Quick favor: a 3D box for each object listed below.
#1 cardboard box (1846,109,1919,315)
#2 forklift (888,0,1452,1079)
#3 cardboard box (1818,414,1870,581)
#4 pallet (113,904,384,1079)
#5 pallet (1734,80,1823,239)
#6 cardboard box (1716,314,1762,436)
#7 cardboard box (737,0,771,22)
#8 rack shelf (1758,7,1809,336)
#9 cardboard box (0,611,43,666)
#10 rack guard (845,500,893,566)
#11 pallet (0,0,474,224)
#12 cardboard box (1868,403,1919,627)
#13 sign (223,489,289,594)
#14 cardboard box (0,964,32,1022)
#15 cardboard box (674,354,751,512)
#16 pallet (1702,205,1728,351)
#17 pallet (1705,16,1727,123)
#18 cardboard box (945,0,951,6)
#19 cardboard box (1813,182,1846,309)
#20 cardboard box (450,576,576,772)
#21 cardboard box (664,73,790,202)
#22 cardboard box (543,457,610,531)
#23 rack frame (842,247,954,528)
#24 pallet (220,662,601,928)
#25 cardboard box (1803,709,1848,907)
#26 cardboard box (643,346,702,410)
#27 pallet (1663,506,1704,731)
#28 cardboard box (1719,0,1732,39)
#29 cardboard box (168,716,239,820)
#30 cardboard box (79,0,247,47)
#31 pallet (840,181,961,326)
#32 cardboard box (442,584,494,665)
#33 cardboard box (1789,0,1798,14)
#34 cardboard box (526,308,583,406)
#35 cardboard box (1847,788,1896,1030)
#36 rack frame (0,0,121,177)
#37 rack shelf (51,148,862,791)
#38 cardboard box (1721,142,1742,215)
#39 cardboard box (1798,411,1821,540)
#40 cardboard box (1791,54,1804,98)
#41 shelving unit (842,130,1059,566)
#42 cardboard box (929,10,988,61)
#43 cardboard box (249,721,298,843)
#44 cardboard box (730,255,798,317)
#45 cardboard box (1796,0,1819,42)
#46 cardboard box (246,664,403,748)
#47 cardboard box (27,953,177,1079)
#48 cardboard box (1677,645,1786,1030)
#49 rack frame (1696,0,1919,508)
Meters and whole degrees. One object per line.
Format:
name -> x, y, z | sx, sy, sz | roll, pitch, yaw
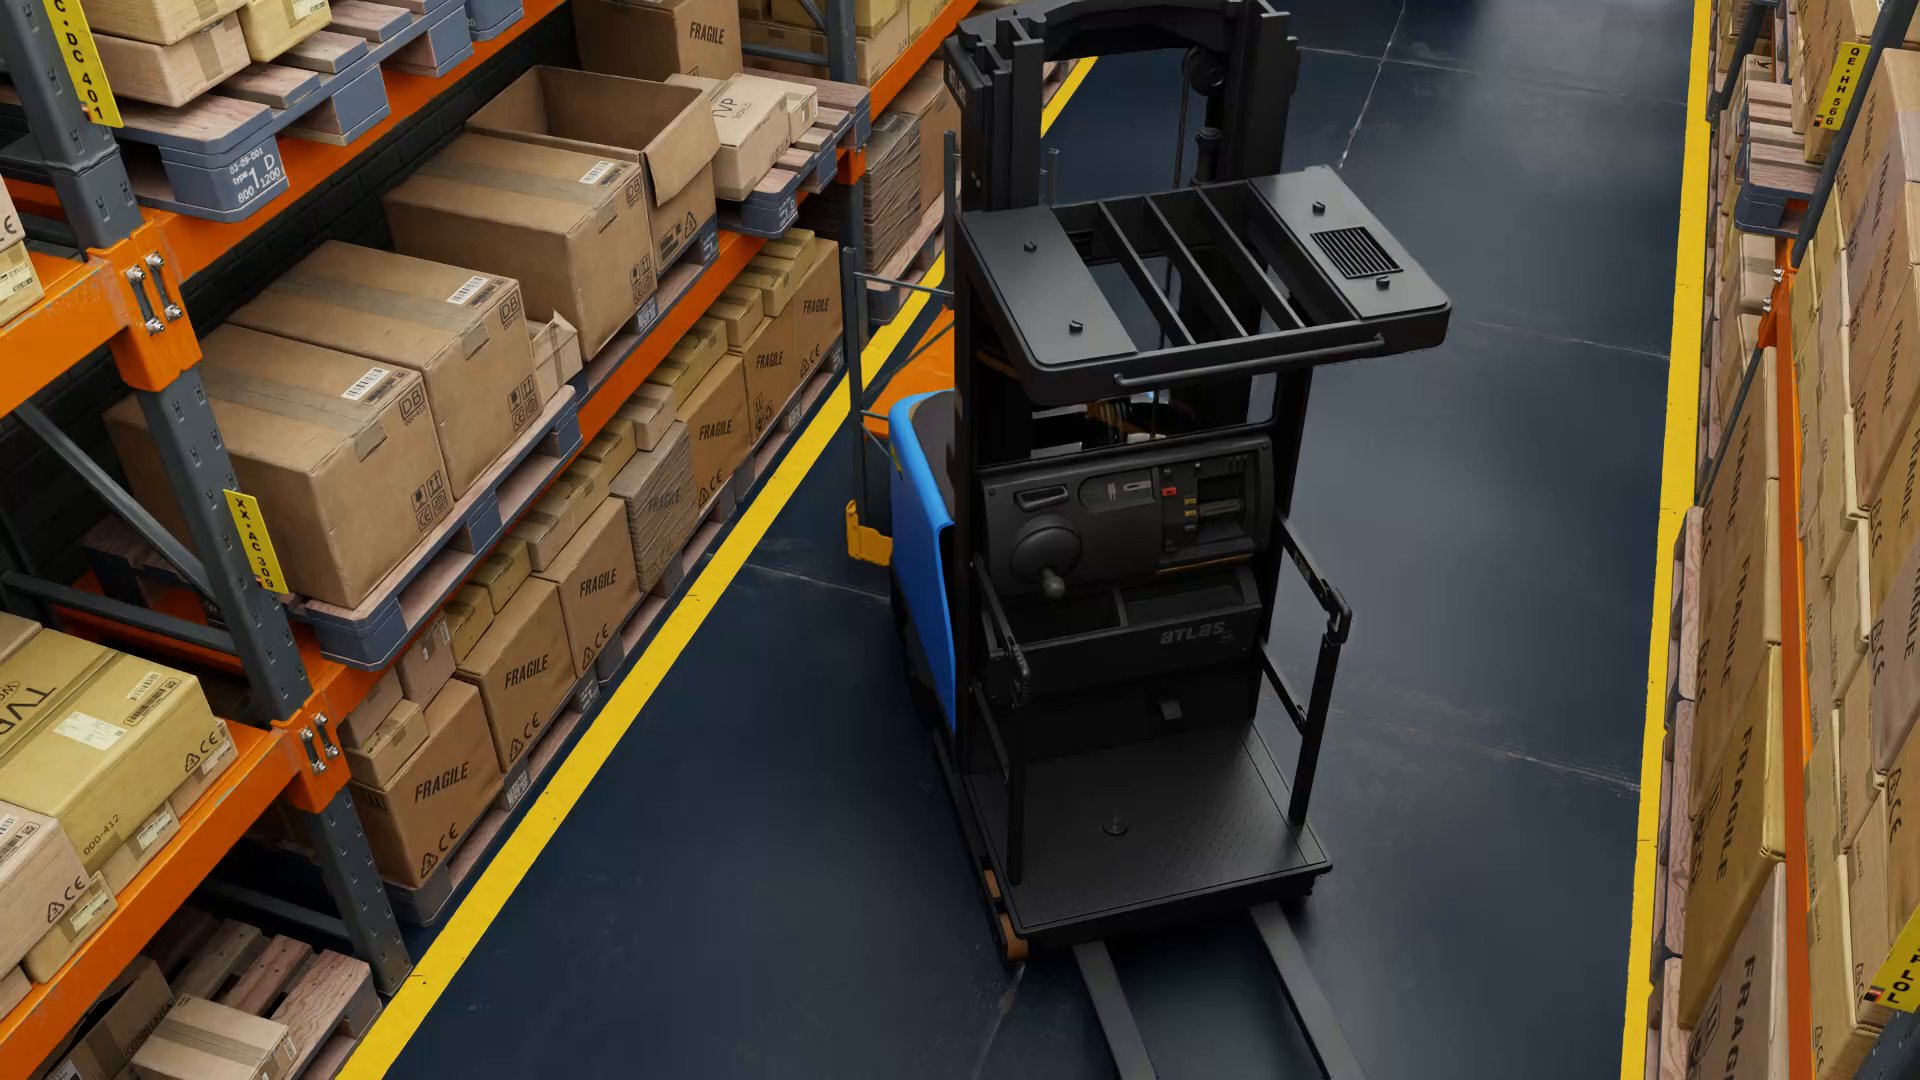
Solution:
cardboard box -> 3.156, -0.986, 5.248 | 0.500, 0.500, 0.500 | 13, 42, 15
forklift -> 0.585, 0.012, 4.977 | 1.130, 2.935, 3.031 | -10, 41, -11
cardboard box -> 2.764, -0.075, 4.758 | 0.500, 0.250, 0.500 | 14, 42, 16
pallet -> -2.554, 1.701, 5.094 | 1.003, 0.211, 1.213 | 13, 42, 15
pallet -> 3.859, -1.505, 6.850 | 1.213, 0.211, 1.003 | 13, 42, 15
cardboard box -> 3.918, -0.622, 7.369 | 0.950, 0.372, 0.625 | 11, 42, 12
cardboard box -> -1.058, -2.687, 7.819 | 0.500, 0.250, 0.500 | 14, 42, 16
rack shelf -> 4.399, -2.065, 7.914 | 1.077, 0.370, 4.000 | 13, 42, 15
cardboard box -> -2.741, 0.407, 4.348 | 0.500, 0.250, 0.500 | 13, 42, 15
rack guard -> -0.201, 0.014, 7.041 | 0.587, 0.250, 0.087 | 14, 43, 16
pallet -> -2.029, -1.231, 4.215 | 1.213, 0.211, 1.003 | 13, 42, 15
cardboard box -> 2.626, -0.048, 4.148 | 0.500, 0.500, 0.500 | 15, 43, 16
sign -> -1.806, 0.008, 4.263 | 0.100, 0.325, 0.005 | 13, 42, 15
cardboard box -> -2.440, 1.049, 3.903 | 0.380, 0.149, 0.250 | 14, 43, 16
cardboard box -> -1.250, -0.499, 7.126 | 0.500, 0.500, 0.500 | 15, 43, 17
pallet -> 4.403, -1.276, 8.583 | 1.003, 0.211, 1.213 | 13, 42, 15
pallet -> 5.280, -2.916, 10.505 | 1.003, 0.211, 1.213 | 13, 42, 15
cardboard box -> -0.223, -2.999, 8.570 | 0.500, 0.250, 0.500 | 12, 42, 14
cardboard box -> 3.310, -0.998, 5.839 | 0.500, 0.250, 0.500 | 13, 42, 15
cardboard box -> -1.768, 0.440, 6.025 | 0.500, 0.500, 0.500 | 13, 42, 15
cardboard box -> -1.007, -1.606, 6.613 | 0.500, 0.250, 0.500 | 11, 42, 13
cardboard box -> -1.558, -0.205, 6.281 | 0.380, 0.149, 0.250 | 15, 43, 17
rack frame -> -0.202, -0.460, 6.634 | 0.500, 1.500, 0.032 | 14, 43, 16
pallet -> -2.076, 0.777, 6.176 | 1.003, 0.211, 1.213 | 13, 42, 15
cardboard box -> 2.439, 0.738, 4.190 | 0.500, 0.250, 0.500 | 13, 42, 14
cardboard box -> -1.295, -0.689, 6.850 | 0.380, 0.149, 0.250 | 13, 42, 14
pallet -> 3.375, 0.406, 6.612 | 1.003, 0.211, 1.213 | 13, 42, 15
cardboard box -> 5.205, -3.420, 10.742 | 0.500, 0.250, 0.500 | 12, 42, 14
cardboard box -> -2.190, 0.567, 4.468 | 0.380, 0.149, 0.250 | 14, 42, 16
cardboard box -> -1.804, -1.220, 3.622 | 0.380, 0.149, 0.250 | 14, 43, 16
pallet -> -0.632, -1.651, 9.023 | 1.003, 0.211, 1.213 | 13, 42, 15
cardboard box -> -1.846, 0.261, 5.736 | 0.380, 0.149, 0.250 | 11, 42, 13
cardboard box -> 4.125, -2.567, 7.818 | 0.380, 0.149, 0.250 | 15, 43, 17
cardboard box -> -1.482, -0.650, 5.480 | 0.396, 0.266, 0.258 | 15, 43, 17
cardboard box -> 2.270, 0.864, 3.656 | 0.500, 0.250, 0.500 | 13, 42, 15
rack frame -> -2.318, -2.061, 2.733 | 1.000, 3.000, 0.127 | 13, 42, 15
rack shelf -> -1.634, -0.725, 6.343 | 1.077, 0.370, 4.000 | 13, 42, 15
cardboard box -> 4.664, -1.959, 8.936 | 0.950, 0.372, 0.625 | 16, 43, 18
cardboard box -> 2.968, -0.184, 5.270 | 0.500, 0.250, 0.500 | 15, 43, 16
cardboard box -> 3.768, -1.930, 7.072 | 0.380, 0.149, 0.250 | 11, 42, 13
shelving unit -> -0.019, -0.762, 6.988 | 0.587, 1.500, 1.083 | 14, 43, 16
cardboard box -> -0.278, -2.663, 9.567 | 0.875, 0.625, 0.625 | 12, 42, 13
cardboard box -> -2.428, 0.647, 5.783 | 0.500, 0.500, 0.500 | 13, 42, 15
cardboard box -> -0.945, -1.143, 7.382 | 0.380, 0.149, 0.250 | 11, 42, 13
cardboard box -> 3.948, -2.395, 7.116 | 0.500, 0.500, 0.500 | 11, 42, 12
cardboard box -> -2.002, 0.479, 5.251 | 0.380, 0.149, 0.250 | 13, 42, 14
cardboard box -> -2.766, 1.435, 5.005 | 0.500, 0.311, 0.500 | 15, 43, 17
cardboard box -> 2.786, 1.020, 5.056 | 0.875, 0.875, 0.875 | 14, 43, 16
rack frame -> 3.715, -1.119, 6.251 | 1.000, 3.000, 0.127 | 13, 42, 15
